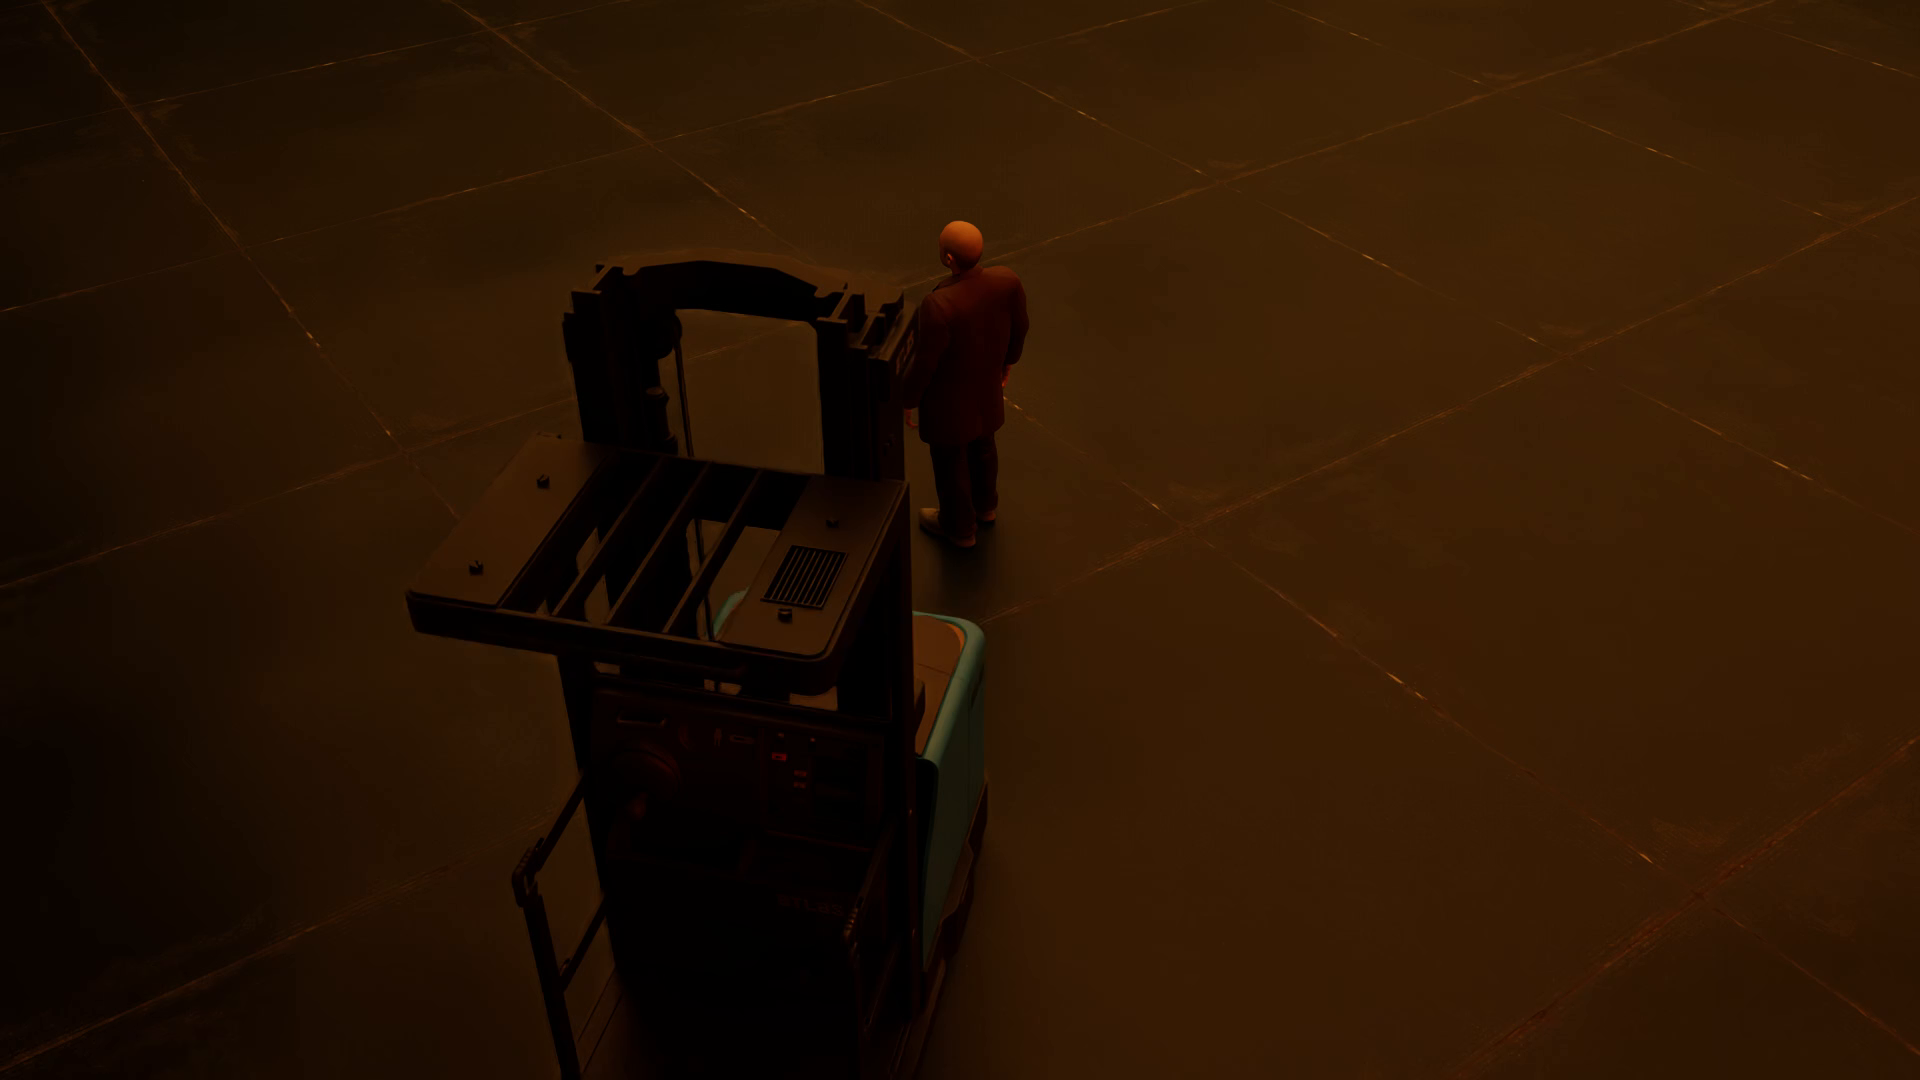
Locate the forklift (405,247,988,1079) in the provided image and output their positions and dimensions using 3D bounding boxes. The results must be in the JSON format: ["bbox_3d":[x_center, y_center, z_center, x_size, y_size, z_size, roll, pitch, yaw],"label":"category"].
[{"bbox_3d":[-0.732,0.771,4.902,1.130,2.935,3.031,8,37,11],"label":"forklift"}]

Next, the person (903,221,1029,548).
[{"bbox_3d":[-0.048,-0.766,7.939,0.696,1.776,0.582,-23,42,-28],"label":"person"}]
